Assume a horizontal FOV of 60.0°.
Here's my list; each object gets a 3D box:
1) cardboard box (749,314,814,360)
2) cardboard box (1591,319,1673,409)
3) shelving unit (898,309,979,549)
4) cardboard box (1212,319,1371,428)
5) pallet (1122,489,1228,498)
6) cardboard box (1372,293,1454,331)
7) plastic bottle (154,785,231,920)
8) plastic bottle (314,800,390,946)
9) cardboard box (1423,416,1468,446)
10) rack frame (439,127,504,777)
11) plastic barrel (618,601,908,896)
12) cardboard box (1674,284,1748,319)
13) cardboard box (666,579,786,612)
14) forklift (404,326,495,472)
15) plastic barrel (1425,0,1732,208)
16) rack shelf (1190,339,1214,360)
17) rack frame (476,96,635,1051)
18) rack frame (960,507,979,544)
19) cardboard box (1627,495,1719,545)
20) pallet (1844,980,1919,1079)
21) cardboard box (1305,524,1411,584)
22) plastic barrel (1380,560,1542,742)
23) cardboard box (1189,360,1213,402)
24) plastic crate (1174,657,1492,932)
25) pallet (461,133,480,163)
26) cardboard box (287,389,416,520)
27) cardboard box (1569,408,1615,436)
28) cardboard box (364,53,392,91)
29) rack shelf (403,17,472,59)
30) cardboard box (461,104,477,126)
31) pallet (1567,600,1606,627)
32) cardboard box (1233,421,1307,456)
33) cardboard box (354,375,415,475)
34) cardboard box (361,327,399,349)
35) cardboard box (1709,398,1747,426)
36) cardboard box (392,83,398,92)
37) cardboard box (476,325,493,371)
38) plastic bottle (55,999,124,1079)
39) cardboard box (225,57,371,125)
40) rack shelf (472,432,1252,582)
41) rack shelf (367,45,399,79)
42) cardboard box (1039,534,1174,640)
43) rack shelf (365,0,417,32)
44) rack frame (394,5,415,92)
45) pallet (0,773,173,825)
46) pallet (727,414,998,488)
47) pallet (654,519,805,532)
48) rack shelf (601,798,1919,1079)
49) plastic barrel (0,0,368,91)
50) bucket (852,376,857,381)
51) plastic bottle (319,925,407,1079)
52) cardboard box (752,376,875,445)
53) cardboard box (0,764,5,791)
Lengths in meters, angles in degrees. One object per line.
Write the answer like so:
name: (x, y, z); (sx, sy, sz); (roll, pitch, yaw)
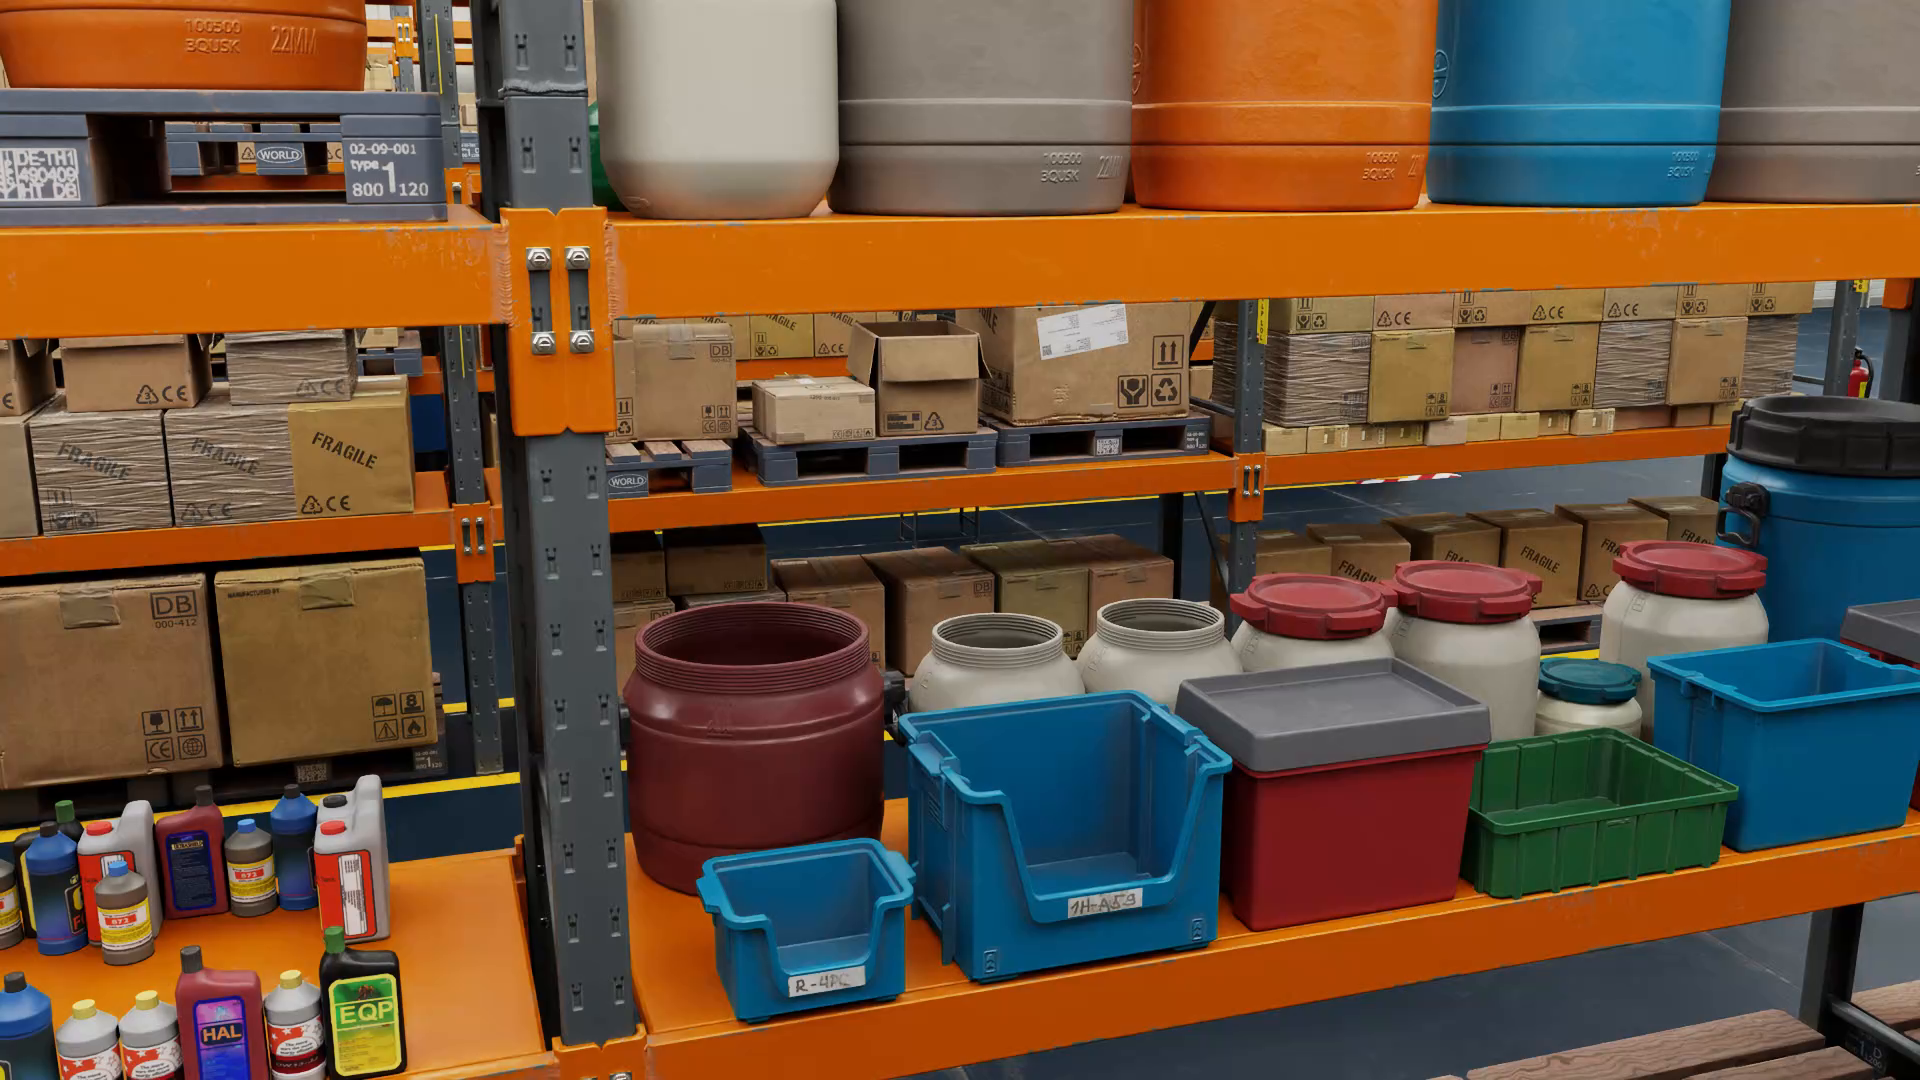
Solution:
cardboard box: (-1.461, -1.714, 13.150); (0.500, 0.500, 0.500); (-4, 14, -17)
cardboard box: (3.731, -1.105, 9.948); (0.500, 0.500, 0.875); (-4, 14, -18)
shelving unit: (-0.157, -1.009, 12.348); (0.503, 2.100, 0.431); (-4, 14, -18)
cardboard box: (1.839, -0.955, 9.316); (0.500, 0.500, 0.875); (-4, 14, -18)
pallet: (1.811, -0.610, 14.752); (1.213, 0.211, 1.003); (-4, 14, -18)
cardboard box: (2.374, -1.436, 9.179); (0.500, 0.500, 0.500); (-4, 14, -18)
plastic bottle: (-1.658, 0.672, 3.588); (0.133, 0.283, 0.061); (-4, 14, -18)
plastic bottle: (-1.283, 0.695, 3.509); (0.135, 0.276, 0.152); (-4, 14, -18)
cardboard box: (2.646, -0.639, 9.392); (0.250, 0.149, 0.380); (-4, 14, -18)
rack frame: (-2.398, -0.446, 8.038); (0.127, 3.000, 1.000); (-4, 14, -18)
plastic barrel: (-0.475, 0.473, 3.879); (0.708, 0.536, 0.600); (-4, 14, -18)
cardboard box: (4.269, -1.584, 9.799); (0.500, 0.500, 0.500); (-4, 14, -18)
cardboard box: (-1.248, 0.458, 8.686); (0.500, 0.500, 0.700); (-6, 15, -23)
forklift: (-4.199, -2.082, 15.062); (3.031, 2.935, 1.130); (-6, 15, -23)
plastic barrel: (1.320, -1.177, 3.543); (0.708, 0.901, 0.600); (-4, 14, -18)
rack shelf: (1.802, -1.635, 14.587); (4.000, 0.370, 1.077); (-4, 14, -18)
rack frame: (-0.819, 0.640, 3.471); (0.127, 3.000, 1.000); (-4, 14, -18)
rack frame: (0.074, -1.027, 12.424); (0.015, 2.100, 0.400); (-4, 14, -18)
cardboard box: (4.587, 0.017, 10.582); (0.500, 0.500, 0.500); (-2, 14, -8)
pallet: (3.622, 1.661, 5.205); (1.213, 0.211, 1.003); (-4, 14, -18)
cardboard box: (2.325, 0.205, 9.792); (0.500, 0.500, 0.500); (0, 13, 0)
plastic barrel: (1.300, 0.355, 4.374); (0.433, 0.535, 0.433); (0, 13, 0)
cardboard box: (2.243, -1.173, 14.776); (0.875, 0.875, 0.875); (-5, 14, -19)
plastic crate: (0.810, 0.557, 3.683); (0.583, 0.464, 0.402); (-4, 14, -18)
pallet: (-3.291, -2.968, 12.566); (1.003, 0.211, 1.213); (-4, 14, -15)
cardboard box: (-2.787, -0.404, 7.645); (0.500, 0.500, 0.500); (-4, 14, -16)
cardboard box: (3.591, -0.715, 9.708); (0.250, 0.149, 0.380); (-4, 14, -18)
cardboard box: (-4.185, -3.335, 11.830); (0.258, 0.266, 0.396); (-4, 14, -18)
rack shelf: (-3.663, -5.142, 17.231); (4.000, 0.370, 1.077); (-4, 14, -18)
cardboard box: (-3.517, -3.121, 12.220); (0.250, 0.149, 0.380); (-5, 14, -20)
pallet: (4.331, 0.377, 10.600); (1.213, 0.211, 1.003); (-4, 14, -18)
cardboard box: (1.692, -0.569, 9.097); (0.250, 0.149, 0.380); (-4, 14, -18)
cardboard box: (-2.946, -0.519, 8.126); (0.500, 0.500, 0.500); (-4, 14, -16)
cardboard box: (-4.205, -1.487, 12.046); (0.250, 0.149, 0.380); (-4, 14, -17)
cardboard box: (4.522, -0.800, 10.068); (0.250, 0.149, 0.380); (-4, 14, -18)
cardboard box: (-5.868, -4.273, 16.512); (0.637, 0.503, 0.797); (-5, 14, -22)
cardboard box: (-3.373, -1.564, 12.521); (0.500, 0.500, 0.500); (-4, 14, -17)
plastic bottle: (-1.492, 0.889, 2.854); (0.097, 0.201, 0.097); (0, 13, 0)
cardboard box: (-2.954, -2.100, 7.374); (0.637, 0.503, 0.797); (-4, 14, -15)
rack shelf: (-0.503, -0.244, 8.742); (4.000, 0.370, 1.077); (-4, 14, -18)
rack shelf: (-9.041, -5.935, 20.566); (4.000, 0.370, 1.077); (-4, 14, -18)
cardboard box: (0.804, 0.301, 9.347); (0.500, 0.500, 0.700); (-6, 14, -22)
rack shelf: (-5.780, -3.768, 11.457); (4.000, 0.370, 1.077); (-4, 14, -18)
rack frame: (-5.559, -5.539, 16.481); (0.127, 3.000, 1.000); (-4, 14, -18)
pallet: (-4.324, 1.041, 7.810); (1.213, 0.211, 1.003); (-4, 14, -18)
pallet: (-0.535, -0.508, 8.712); (1.213, 0.211, 1.003); (-4, 14, -18)
pallet: (-1.959, -0.316, 13.515); (1.213, 0.211, 1.003); (-4, 14, -18)
rack shelf: (1.077, 0.842, 4.175); (4.000, 0.370, 1.077); (-4, 14, -18)
plastic barrel: (-1.358, -1.191, 2.852); (0.708, 0.830, 0.600); (-4, 14, -18)
bucket: (-0.700, -1.500, 16.255); (0.620, 0.611, 0.726); (-9, 13, 4)
plastic bottle: (-1.066, 0.820, 2.966); (0.133, 0.283, 0.061); (-4, 14, -18)
cardboard box: (-0.737, -0.651, 8.315); (0.500, 0.250, 0.500); (-5, 14, -20)
cardboard box: (-4.743, 0.560, 7.489); (0.875, 0.875, 1.225); (-5, 14, -20)
